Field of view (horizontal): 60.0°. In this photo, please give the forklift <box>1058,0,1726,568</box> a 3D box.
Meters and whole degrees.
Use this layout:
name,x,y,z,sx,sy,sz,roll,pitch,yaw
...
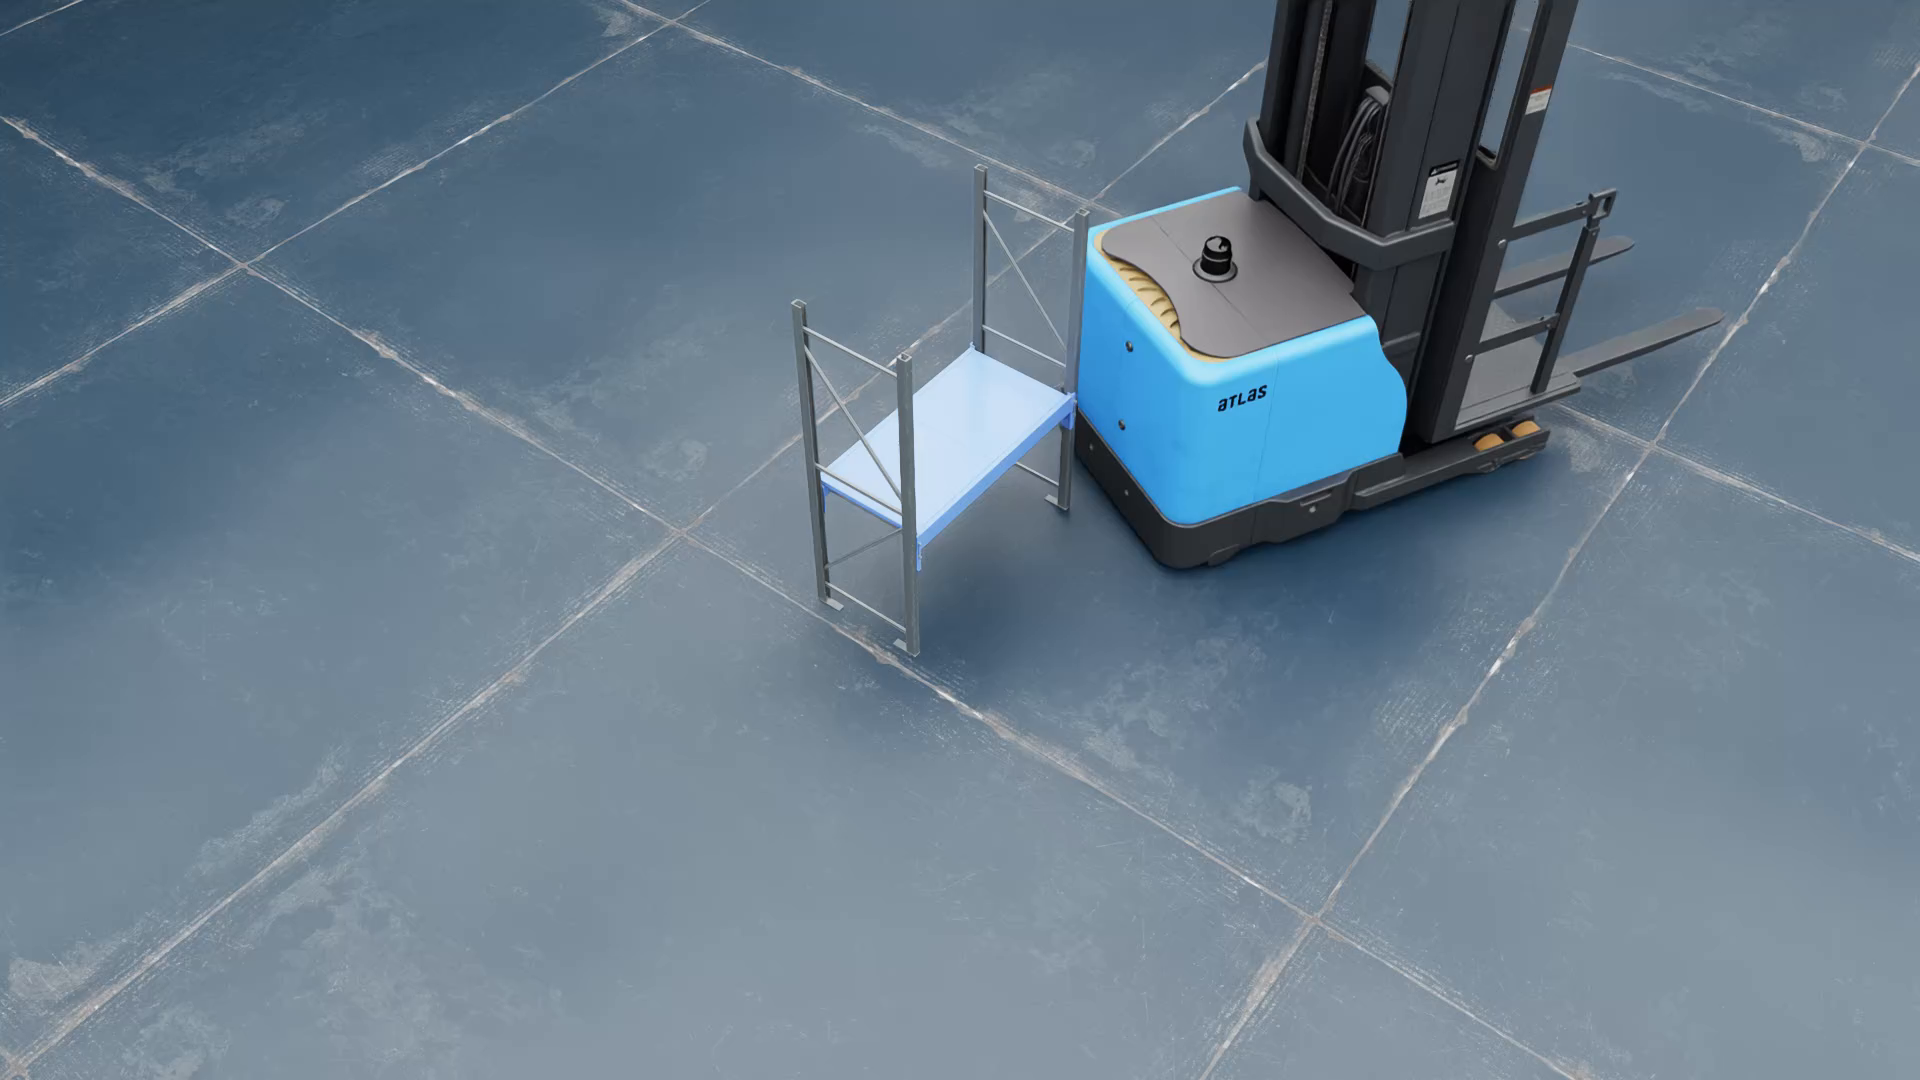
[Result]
name,x,y,z,sx,sy,sz,roll,pitch,yaw
forklift,1.987,-1.633,6.448,3.031,2.935,1.130,-19,49,-17

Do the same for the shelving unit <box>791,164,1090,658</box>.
name,x,y,z,sx,sy,sz,roll,pitch,yaw
shelving unit,-0.052,-0.469,6.326,0.538,1.500,1.048,29,53,25

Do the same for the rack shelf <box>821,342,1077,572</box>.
name,x,y,z,sx,sy,sz,roll,pitch,yaw
rack shelf,-0.052,-0.345,6.456,0.538,0.185,1.000,29,53,25

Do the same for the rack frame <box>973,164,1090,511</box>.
name,x,y,z,sx,sy,sz,roll,pitch,yaw
rack frame,0.259,-0.760,6.604,0.500,1.500,0.032,29,53,25

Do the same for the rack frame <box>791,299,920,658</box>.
name,x,y,z,sx,sy,sz,roll,pitch,yaw
rack frame,-0.363,-0.178,6.048,0.500,1.500,0.032,29,53,25
